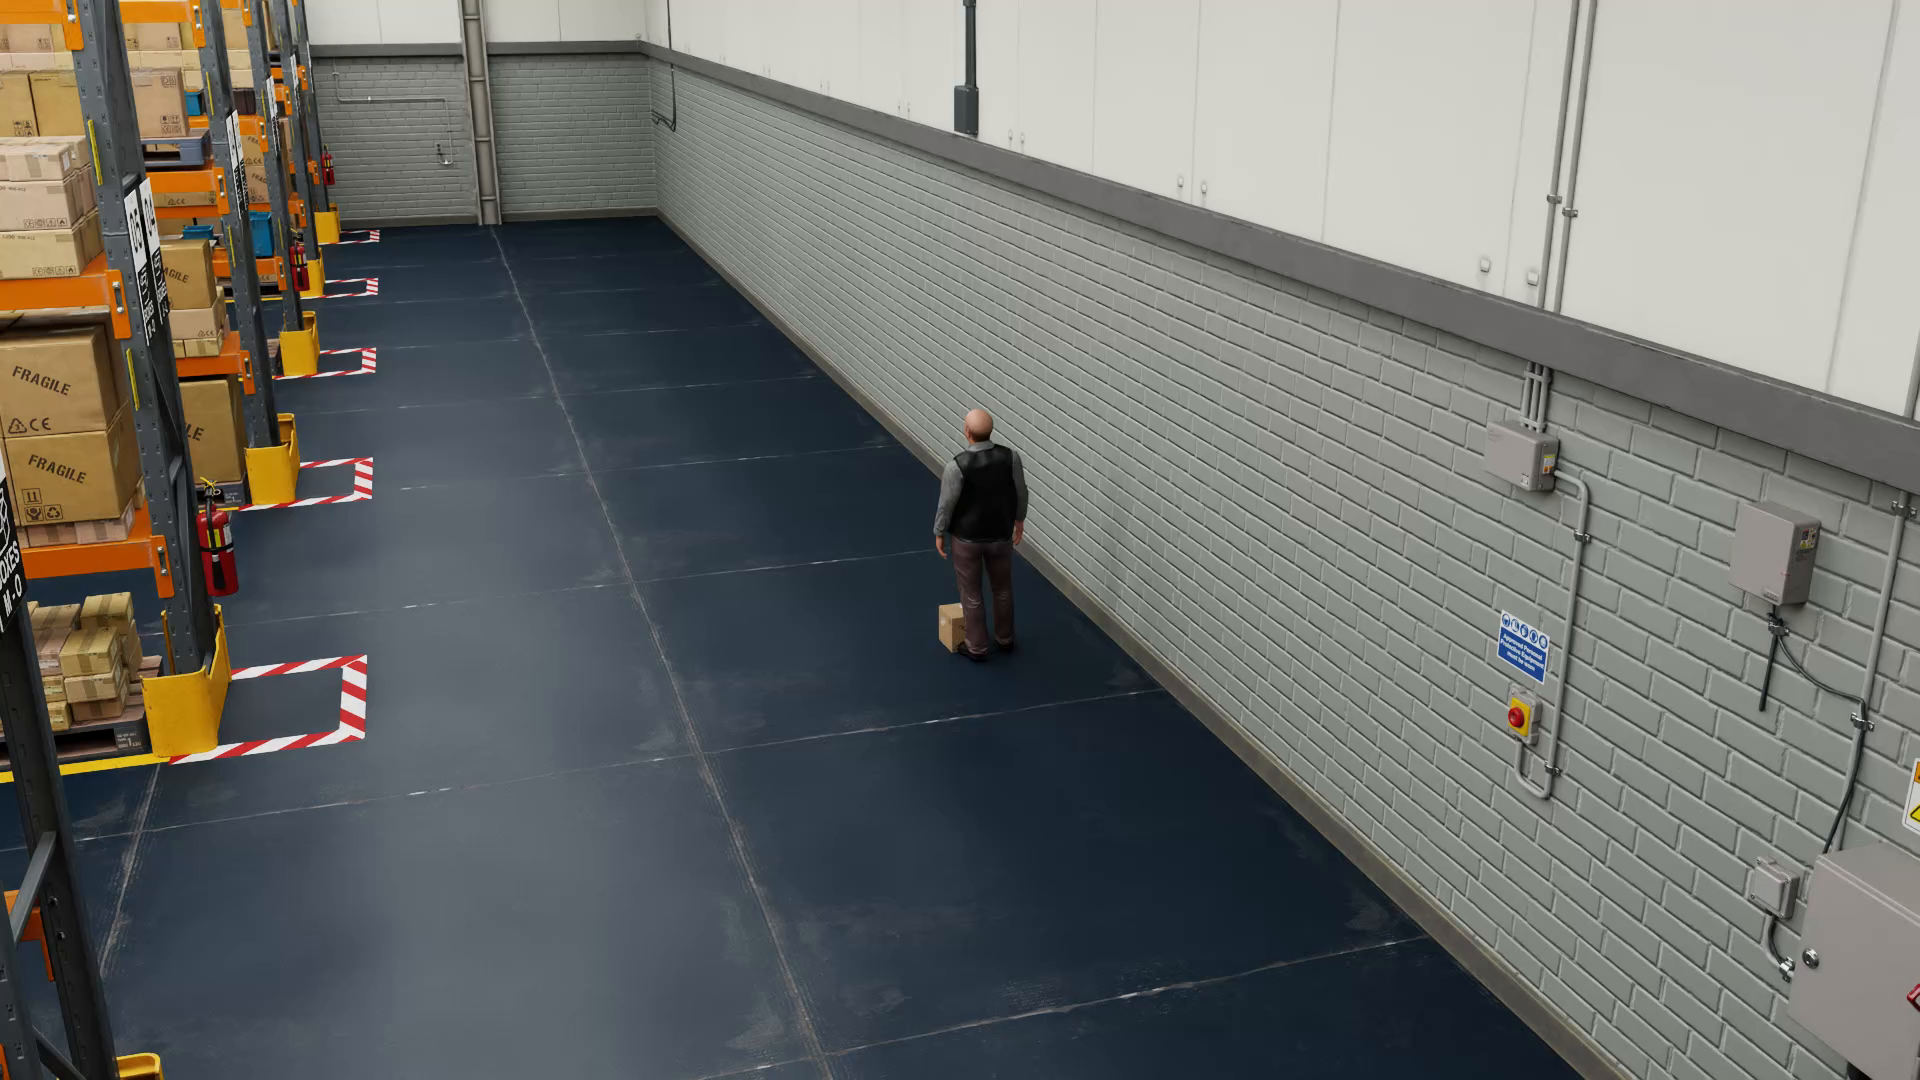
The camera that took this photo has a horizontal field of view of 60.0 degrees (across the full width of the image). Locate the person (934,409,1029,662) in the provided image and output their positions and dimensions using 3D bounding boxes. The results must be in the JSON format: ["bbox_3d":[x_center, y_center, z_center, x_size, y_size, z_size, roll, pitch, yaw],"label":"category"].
[{"bbox_3d":[0.117,-0.049,10.840,0.632,1.720,0.552,-6,20,-17],"label":"person"}]
